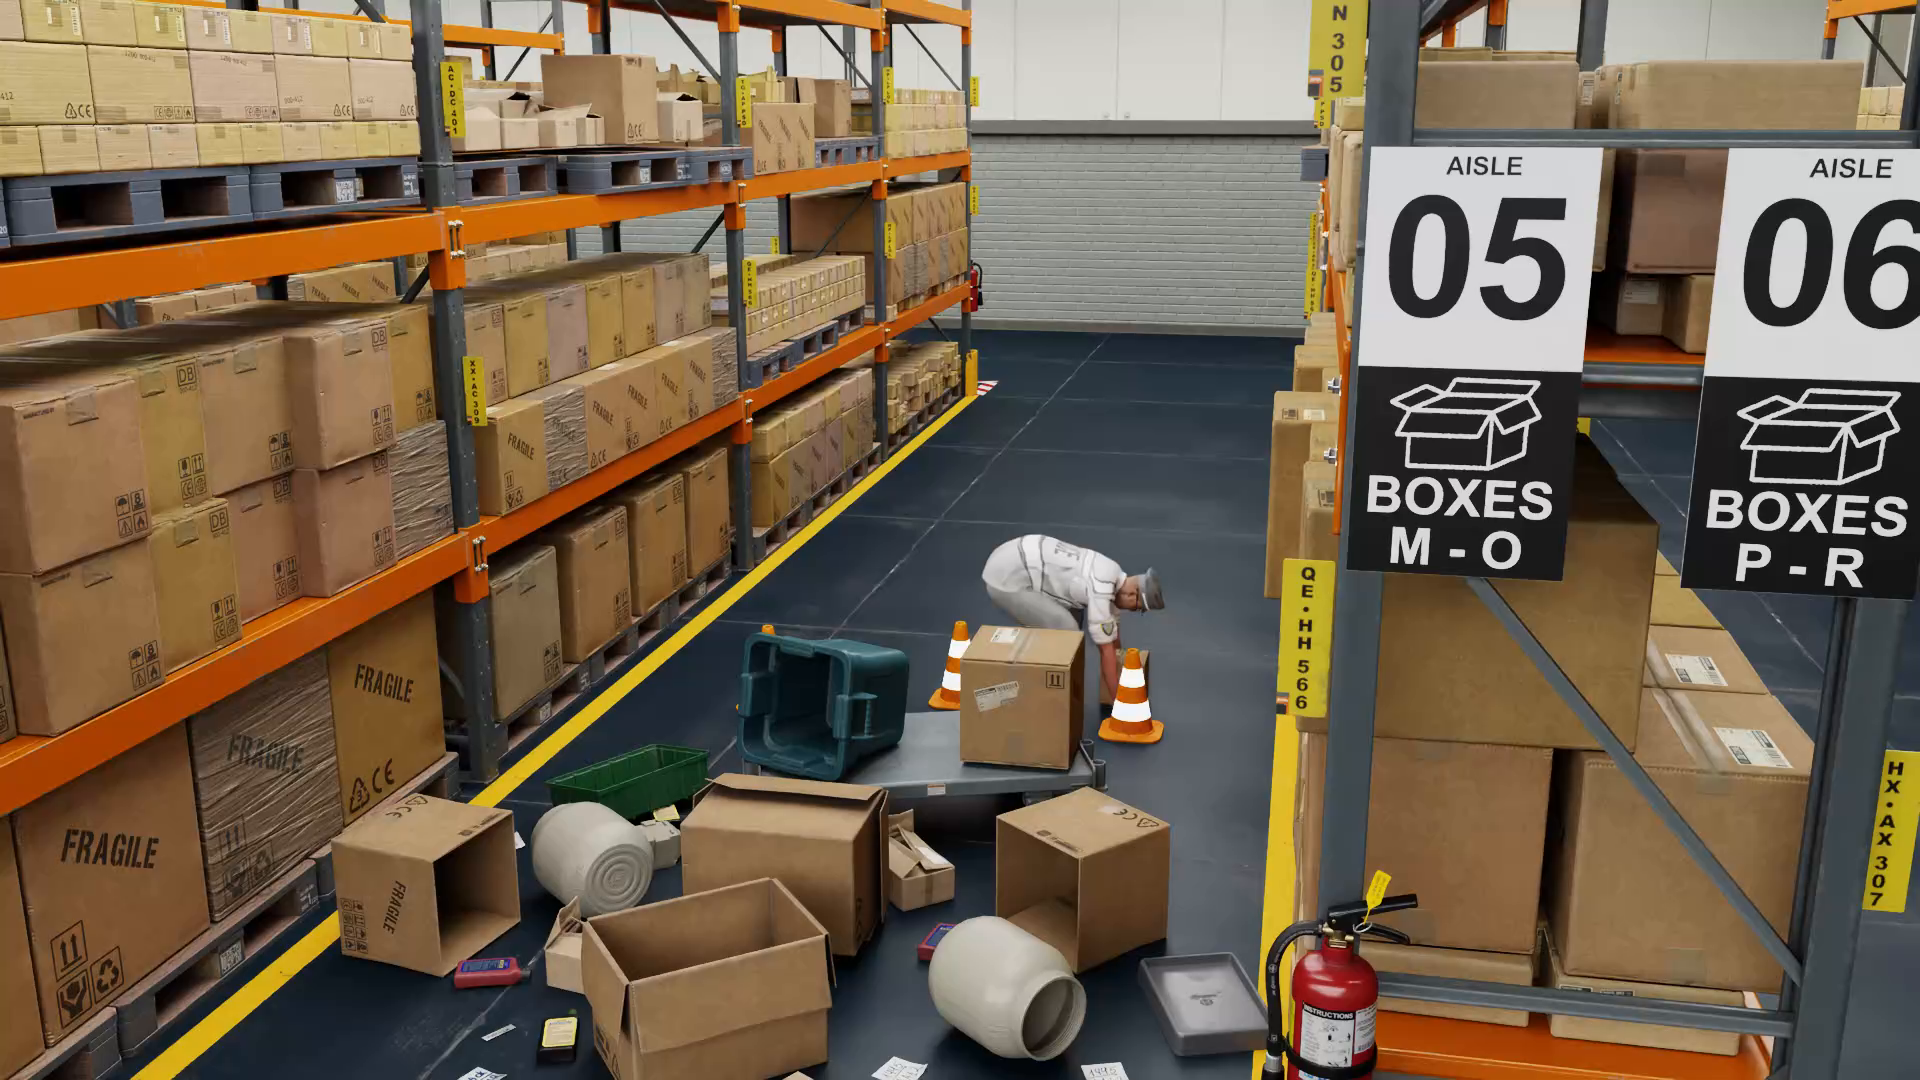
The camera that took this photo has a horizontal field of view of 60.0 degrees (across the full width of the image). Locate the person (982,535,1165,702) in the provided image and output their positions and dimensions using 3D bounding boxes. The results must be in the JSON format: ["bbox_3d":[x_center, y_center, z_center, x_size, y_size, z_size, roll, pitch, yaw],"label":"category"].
[{"bbox_3d":[0.639,0.446,9.397,1.022,0.939,0.534,2,15,9],"label":"person"}]
